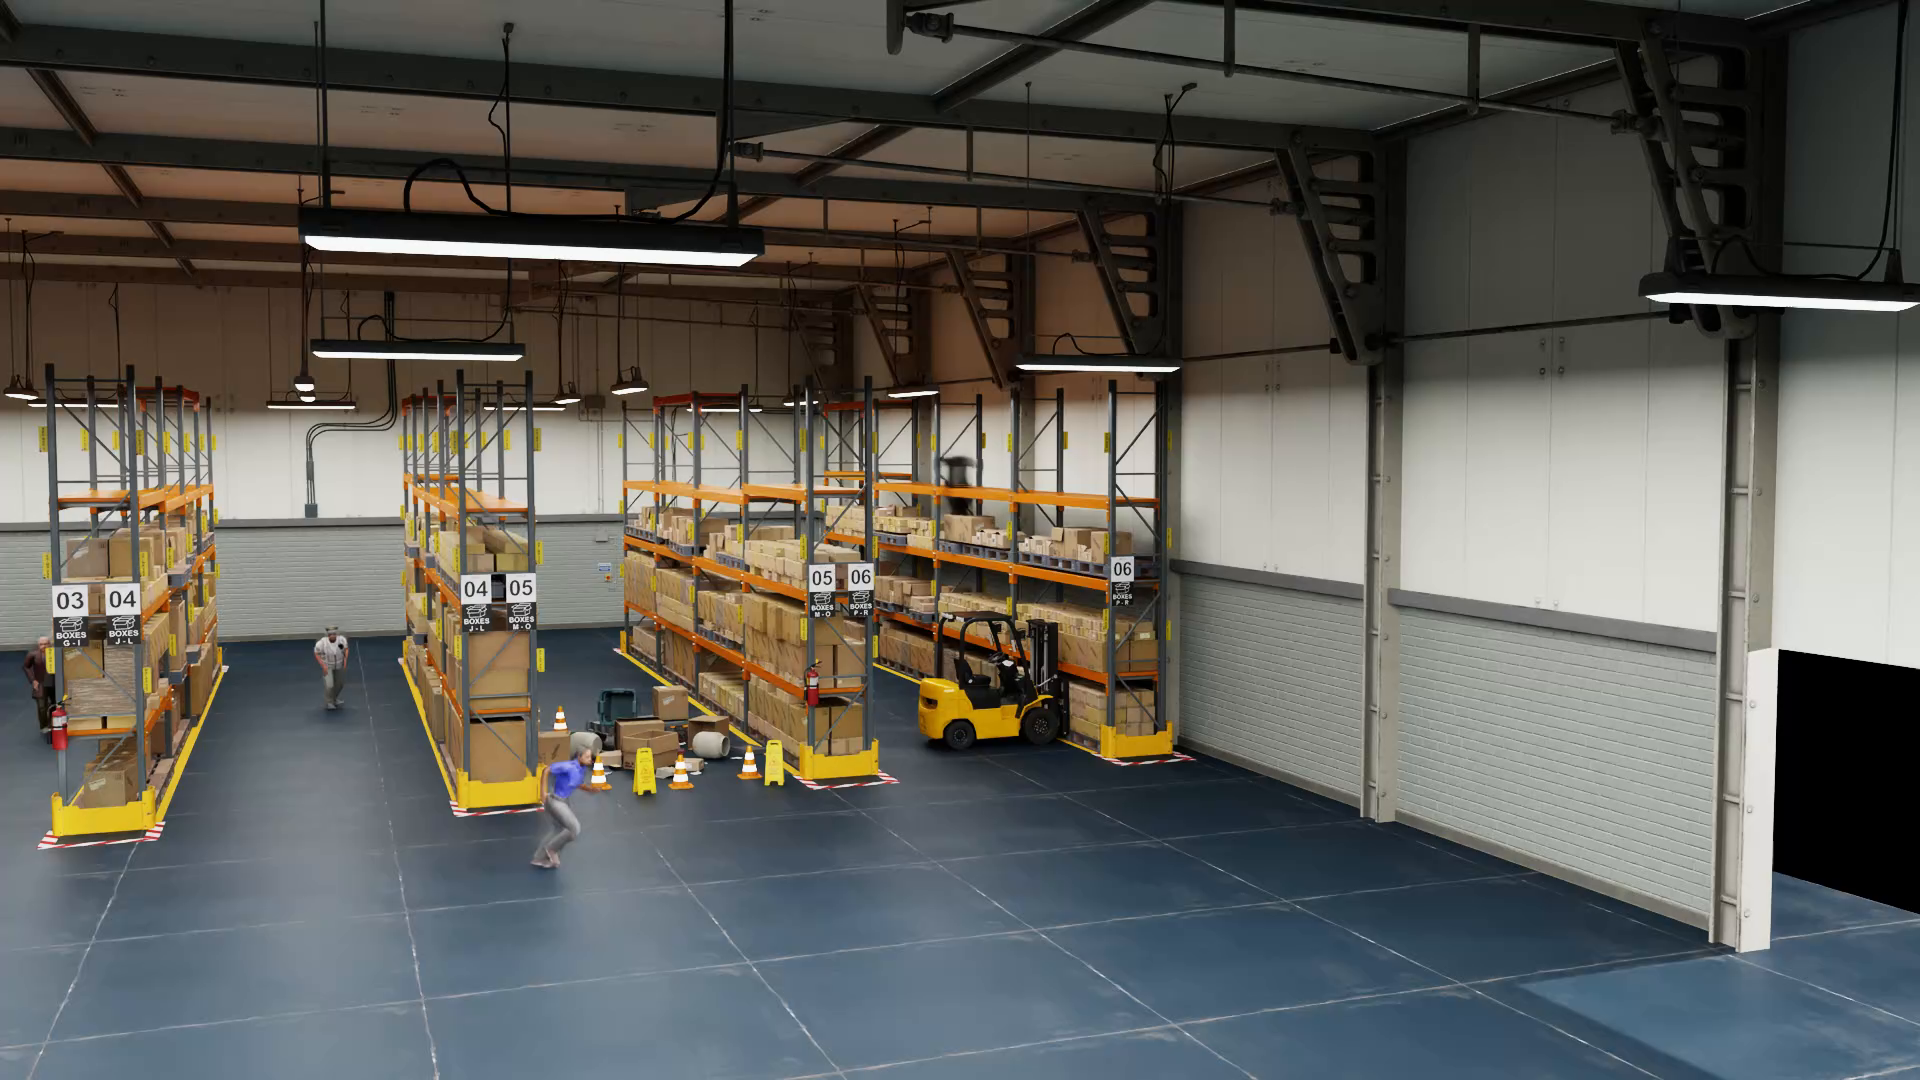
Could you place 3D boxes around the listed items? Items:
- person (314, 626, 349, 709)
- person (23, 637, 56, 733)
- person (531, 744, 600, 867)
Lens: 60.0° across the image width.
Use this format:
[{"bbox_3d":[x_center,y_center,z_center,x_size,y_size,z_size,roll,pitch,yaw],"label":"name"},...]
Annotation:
[{"bbox_3d":[-11.819,2.377,31.289,0.712,1.597,0.896,-3,5,-45],"label":"person"},{"bbox_3d":[-15.779,2.480,28.697,0.714,1.685,0.884,-3,4,-42],"label":"person"},{"bbox_3d":[-4.634,3.124,19.397,0.888,1.472,0.606,1,3,15],"label":"person"}]
